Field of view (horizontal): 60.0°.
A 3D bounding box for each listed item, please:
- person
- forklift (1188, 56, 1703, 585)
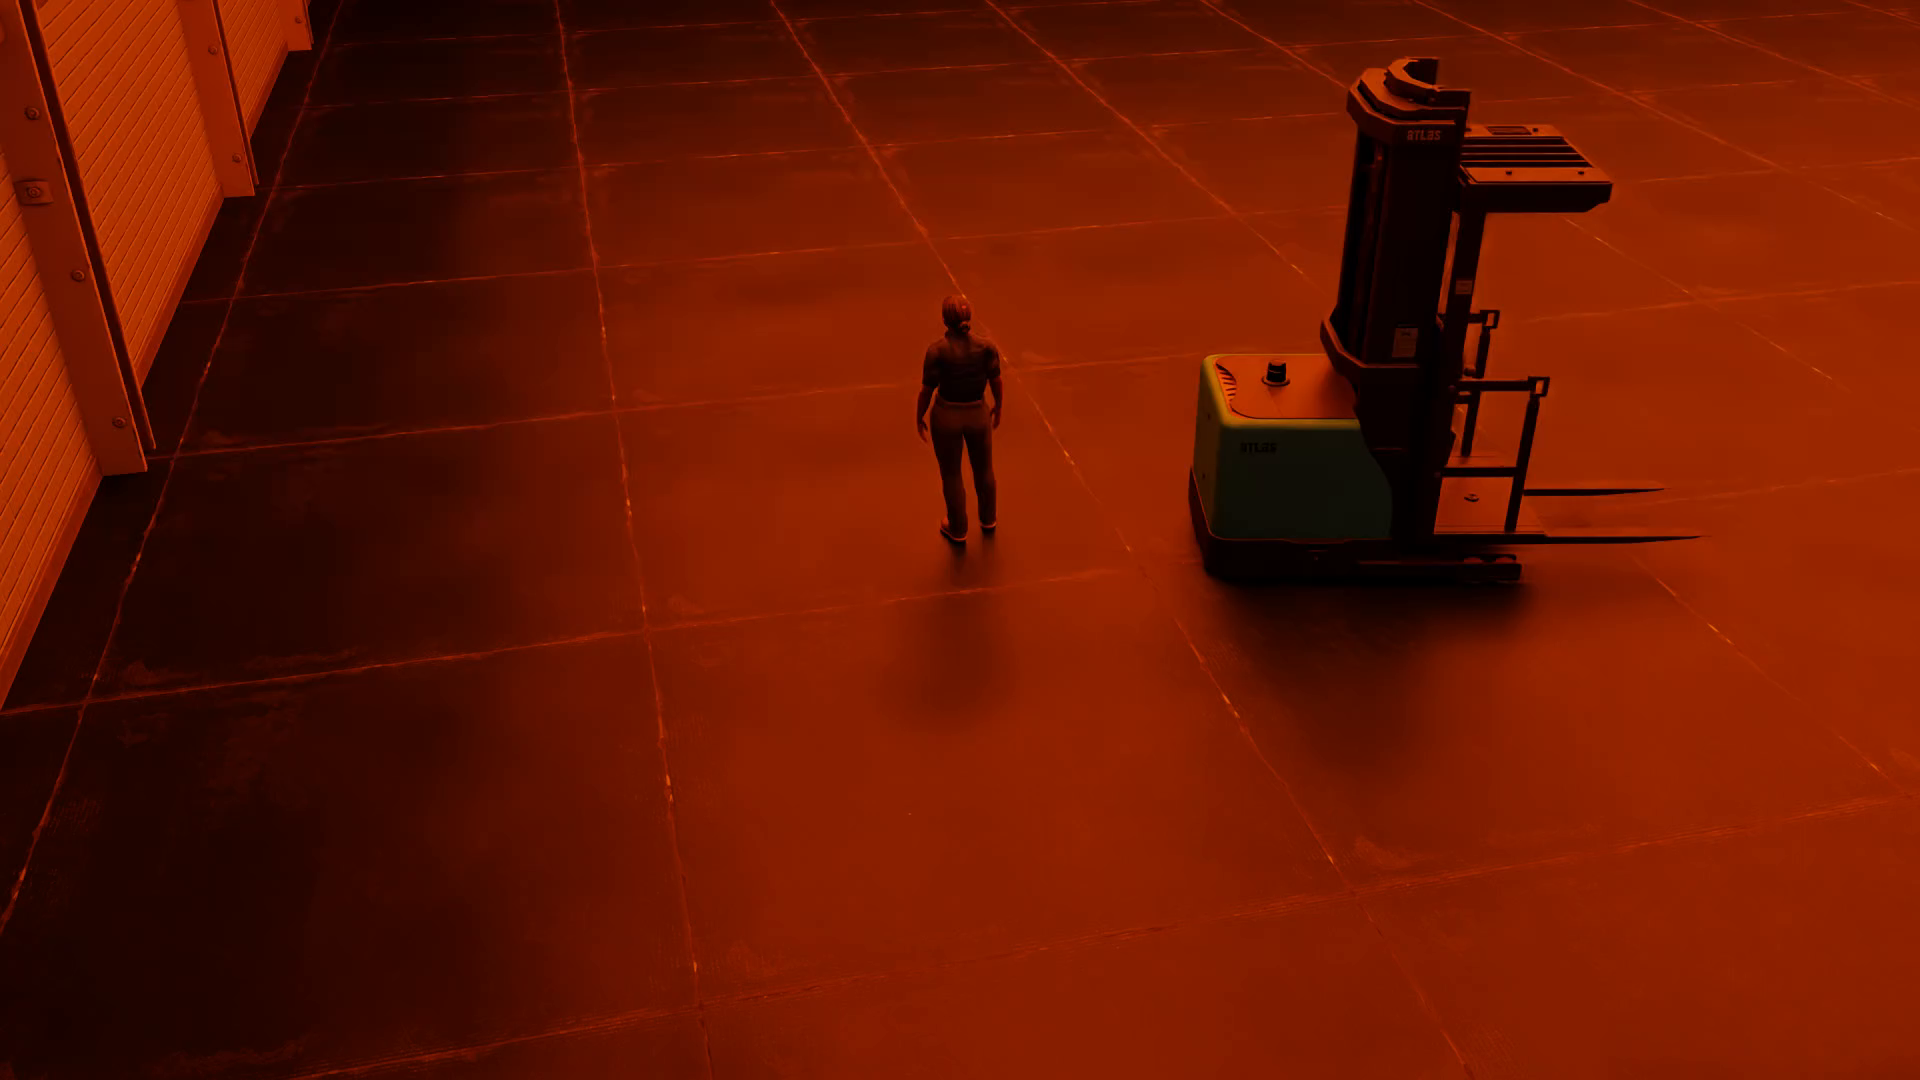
[{"bbox_3d":[-0.001,-0.763,10.163,0.569,1.644,0.503,-7,31,-12],"label":"person"},{"bbox_3d":[3.002,-1.265,9.761,3.031,2.935,1.130,0,30,0],"label":"forklift"}]
